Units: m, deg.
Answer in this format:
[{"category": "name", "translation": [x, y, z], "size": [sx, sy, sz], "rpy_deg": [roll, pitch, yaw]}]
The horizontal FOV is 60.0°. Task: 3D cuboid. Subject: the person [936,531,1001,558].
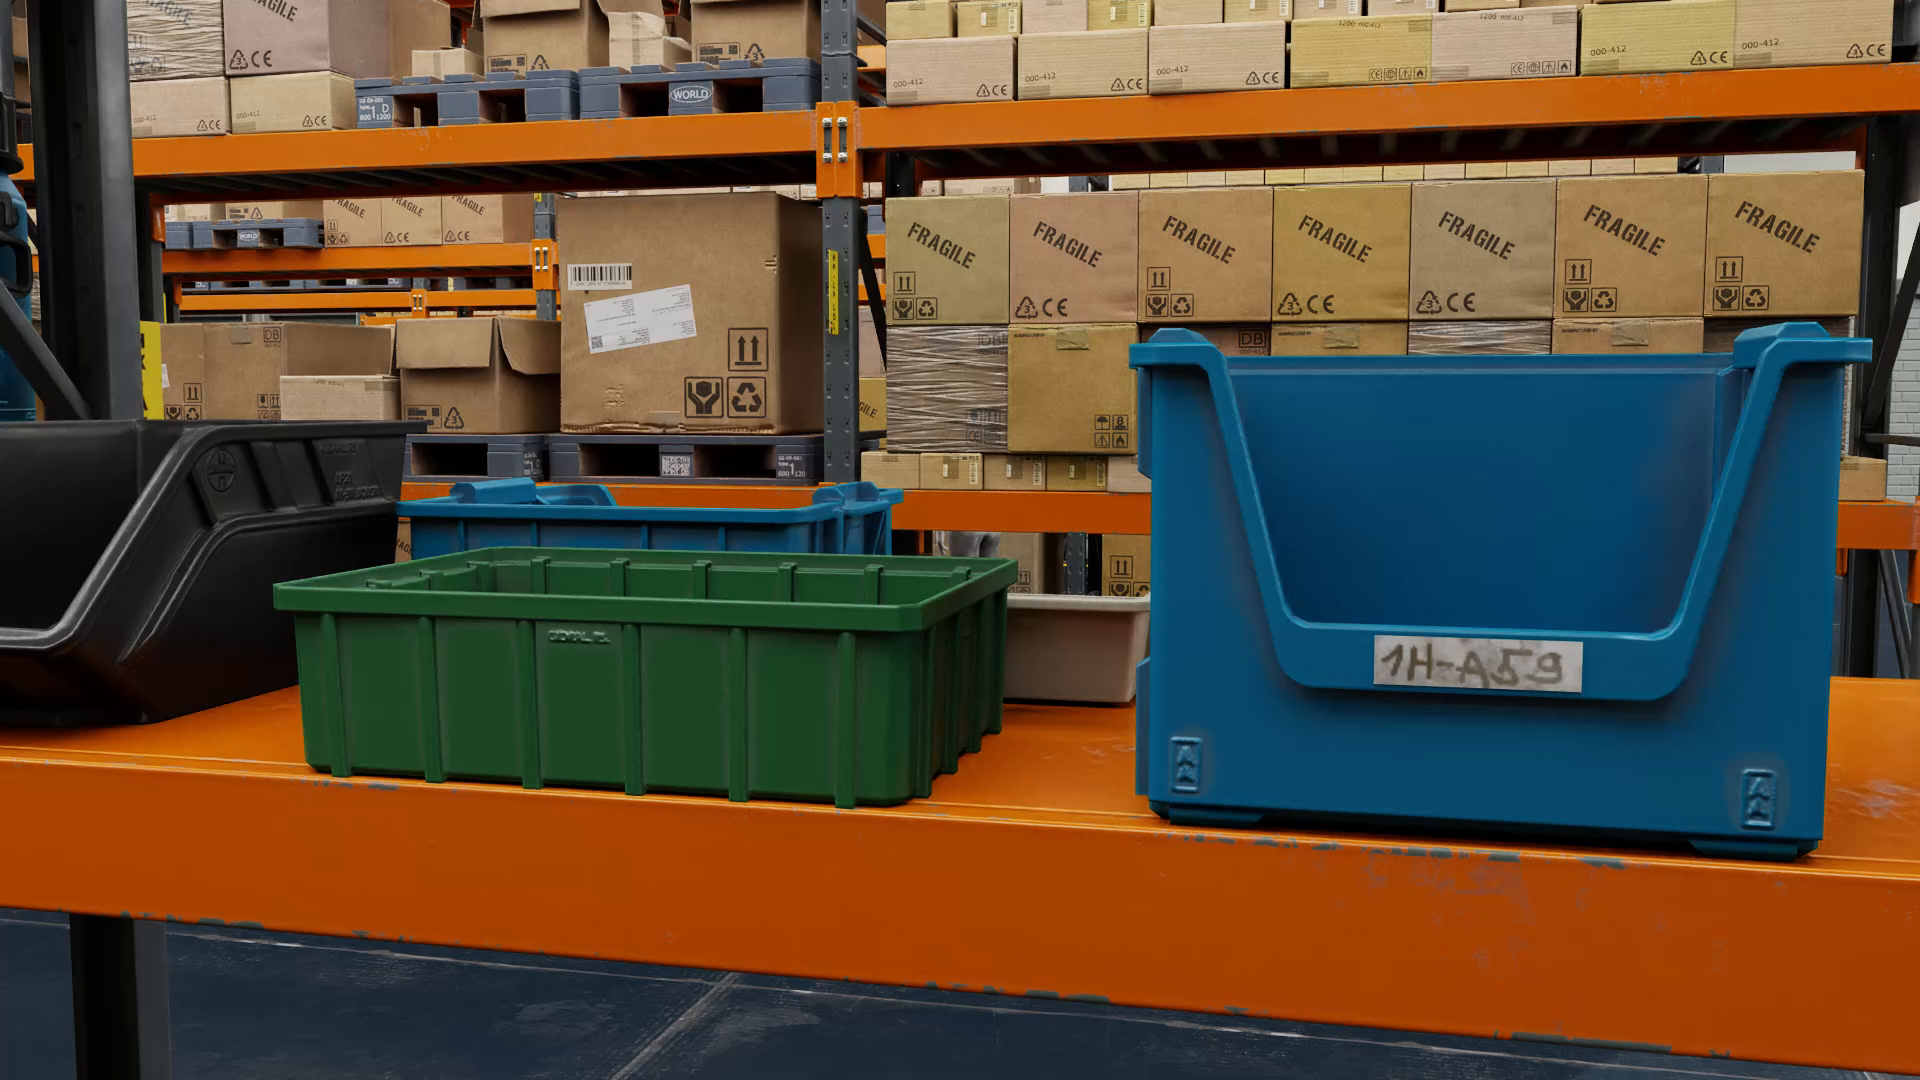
[{"category": "person", "translation": [0.044, -0.079, 10.398], "size": [0.587, 1.694, 0.530], "rpy_deg": [-5, 7, -43]}]
